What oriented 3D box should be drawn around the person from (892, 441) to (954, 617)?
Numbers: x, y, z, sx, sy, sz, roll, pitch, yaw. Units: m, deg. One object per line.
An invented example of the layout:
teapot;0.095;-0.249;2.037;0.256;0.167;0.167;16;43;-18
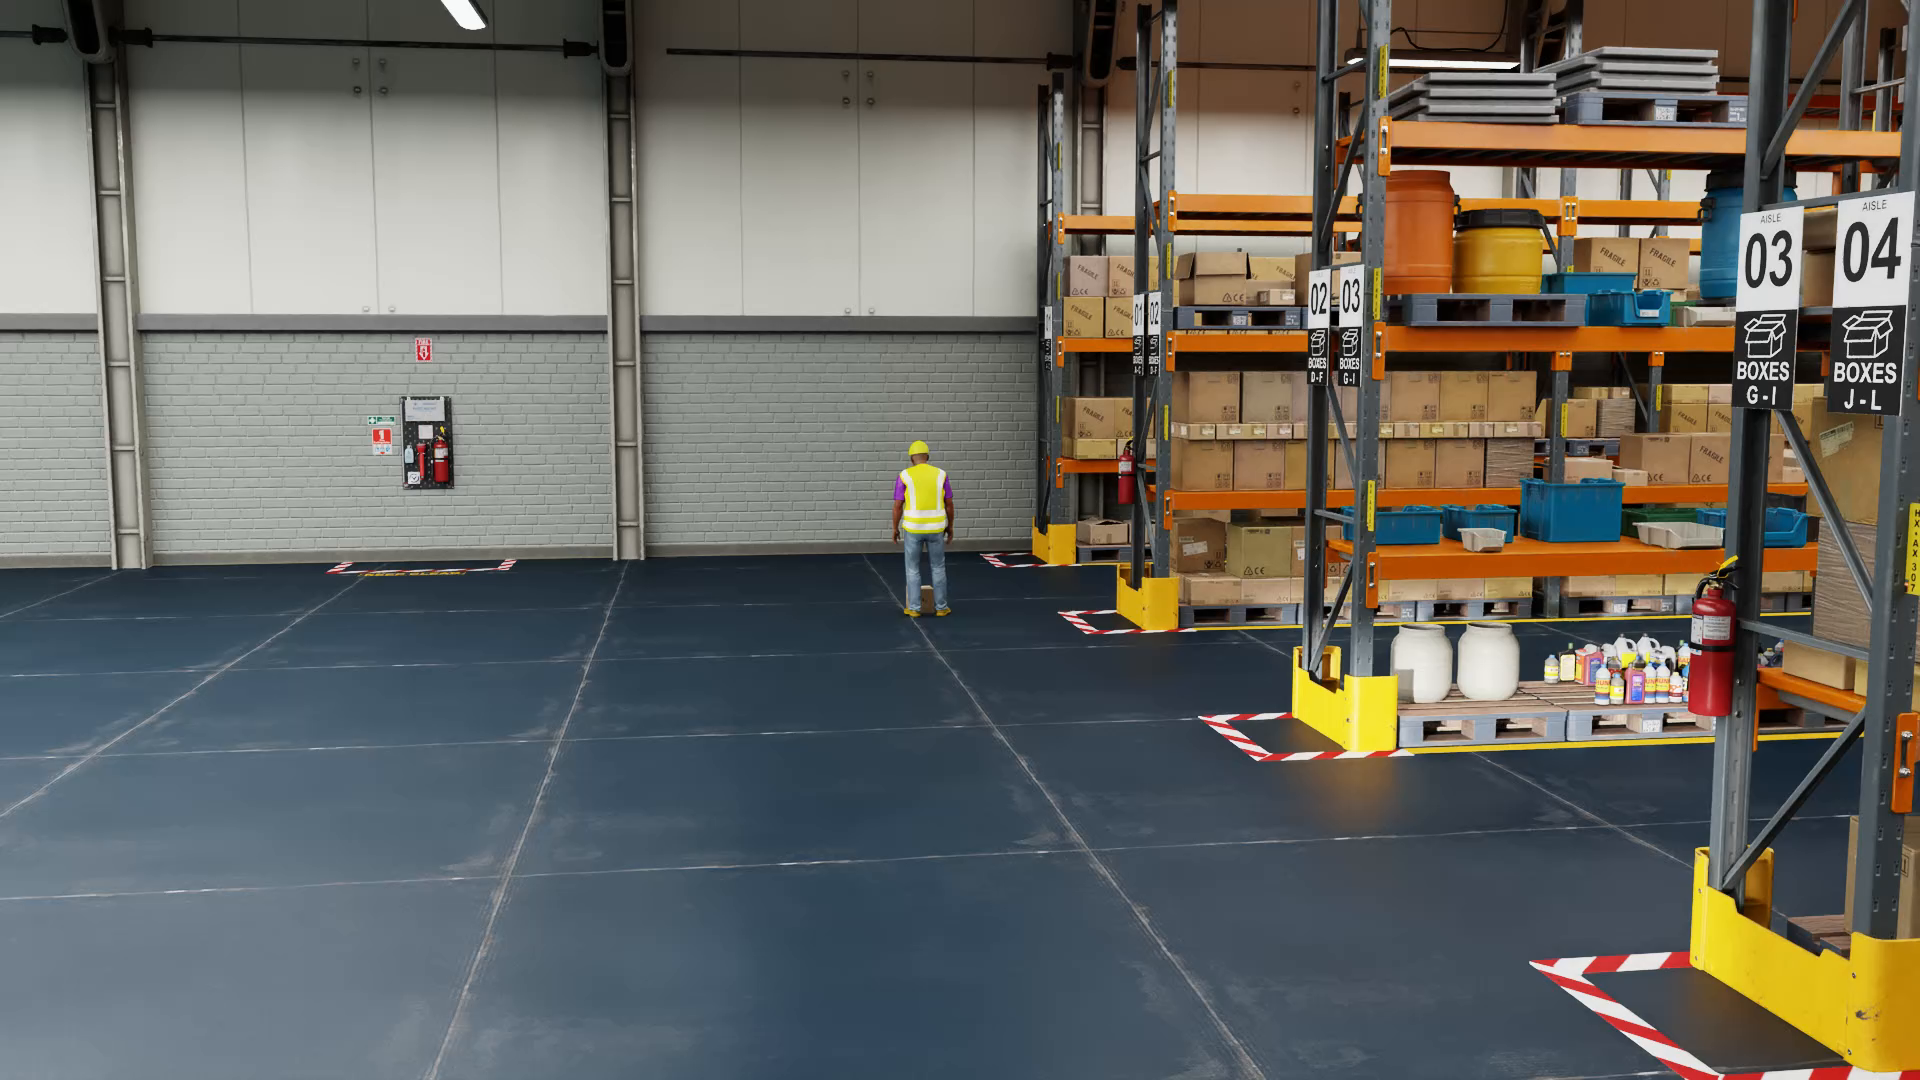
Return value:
person;-0.372;-0.114;16.664;0.633;1.755;0.462;-1;7;-12
